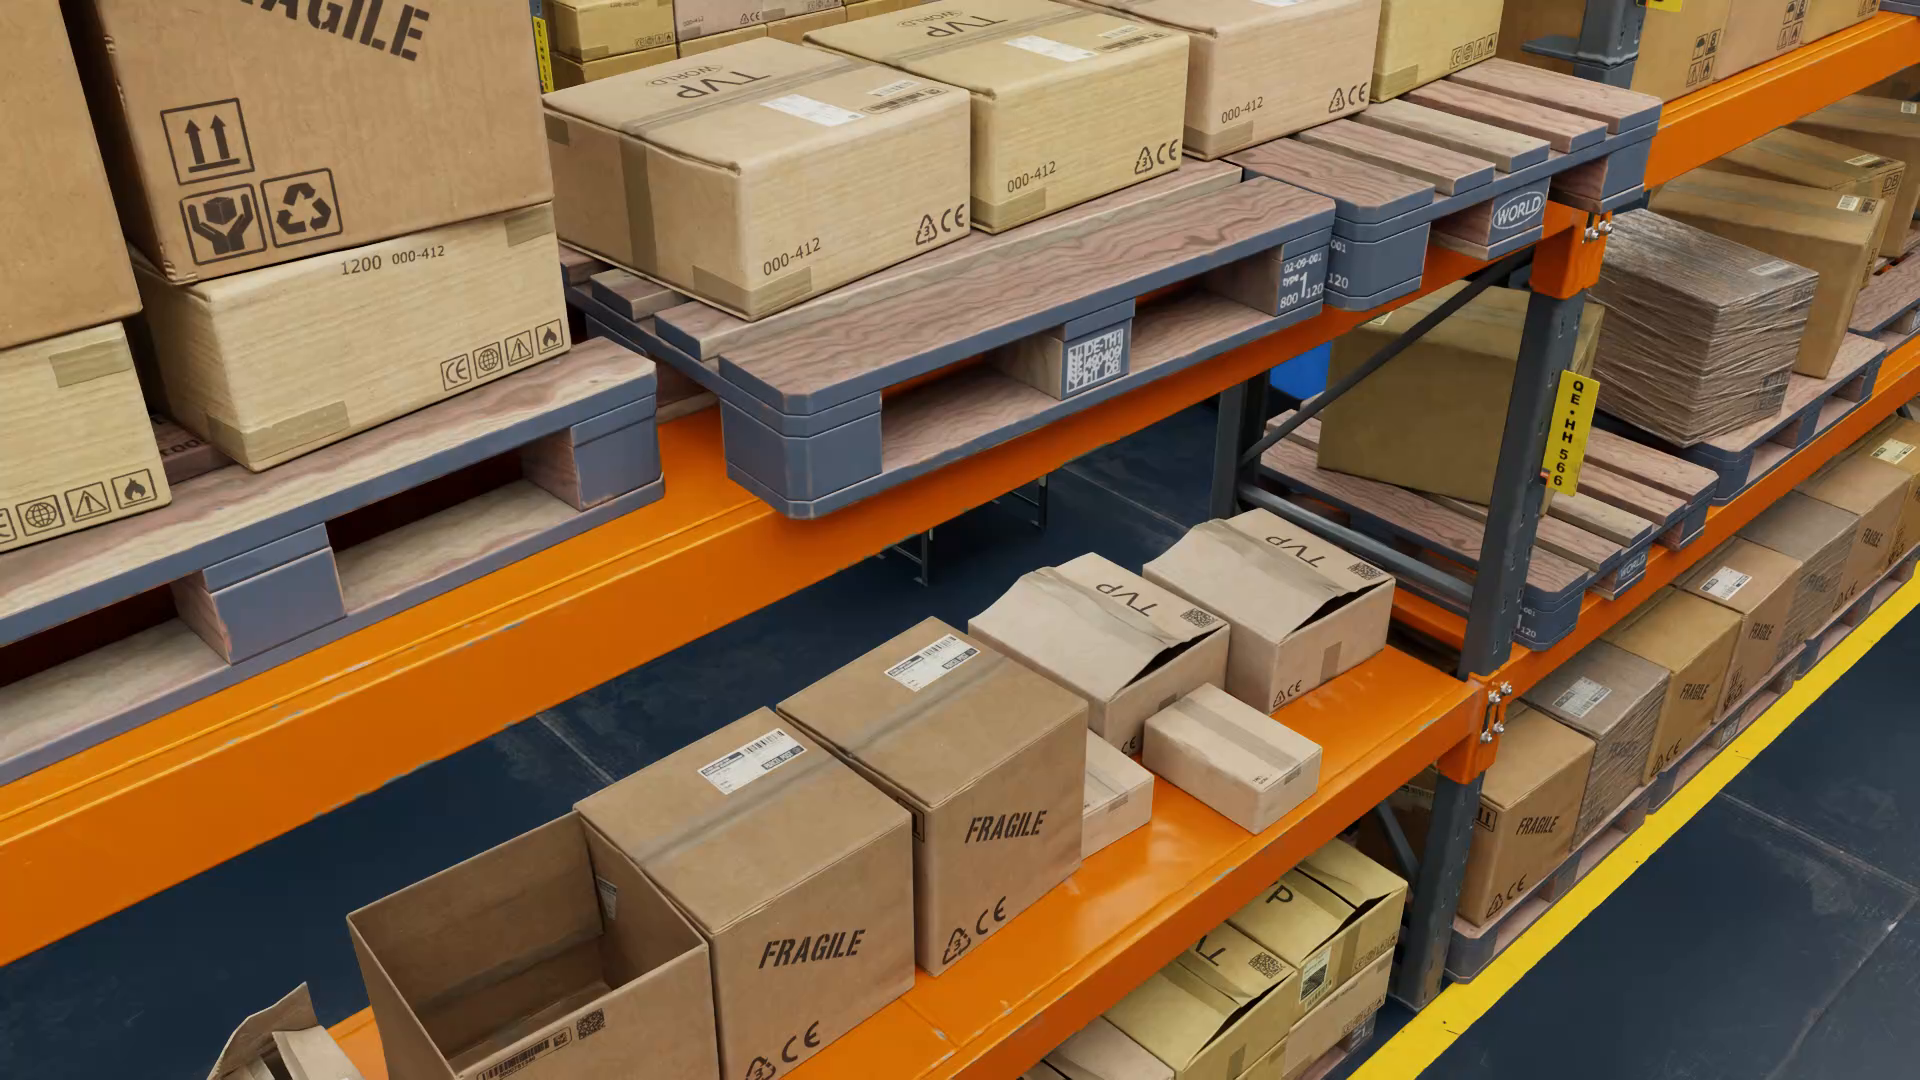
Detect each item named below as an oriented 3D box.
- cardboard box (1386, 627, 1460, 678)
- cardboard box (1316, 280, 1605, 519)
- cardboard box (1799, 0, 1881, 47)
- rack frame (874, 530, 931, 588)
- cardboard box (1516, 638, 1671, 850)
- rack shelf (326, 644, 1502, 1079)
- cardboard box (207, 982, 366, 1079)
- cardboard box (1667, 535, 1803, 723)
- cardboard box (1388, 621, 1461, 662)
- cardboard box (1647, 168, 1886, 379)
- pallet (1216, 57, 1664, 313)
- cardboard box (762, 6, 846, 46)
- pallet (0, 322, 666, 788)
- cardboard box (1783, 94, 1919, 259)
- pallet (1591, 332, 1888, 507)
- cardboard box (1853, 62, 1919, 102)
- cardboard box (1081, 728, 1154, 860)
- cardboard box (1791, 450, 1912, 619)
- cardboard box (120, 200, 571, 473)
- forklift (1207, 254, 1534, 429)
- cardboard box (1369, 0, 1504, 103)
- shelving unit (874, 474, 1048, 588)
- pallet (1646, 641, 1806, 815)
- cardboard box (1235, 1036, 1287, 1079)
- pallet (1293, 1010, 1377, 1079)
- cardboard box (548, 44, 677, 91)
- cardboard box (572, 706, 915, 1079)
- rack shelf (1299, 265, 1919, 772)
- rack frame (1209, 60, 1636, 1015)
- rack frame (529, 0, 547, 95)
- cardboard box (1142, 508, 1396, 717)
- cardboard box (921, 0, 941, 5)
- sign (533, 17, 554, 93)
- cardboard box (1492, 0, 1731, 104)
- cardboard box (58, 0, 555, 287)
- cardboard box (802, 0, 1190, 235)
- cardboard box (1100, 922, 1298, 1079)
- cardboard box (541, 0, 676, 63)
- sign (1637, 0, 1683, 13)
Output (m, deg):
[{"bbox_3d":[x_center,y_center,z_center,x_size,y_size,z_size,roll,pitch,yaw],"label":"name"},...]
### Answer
[{"bbox_3d":[1.684,0.473,6.075,0.500,0.500,0.500,-24,39,-34],"label":"cardboard box"},{"bbox_3d":[1.543,-0.472,5.149,0.700,0.500,0.500,15,35,23],"label":"cardboard box"},{"bbox_3d":[2.210,-1.839,4.912,0.500,0.500,0.910,-26,40,-35],"label":"cardboard box"},{"bbox_3d":[-0.273,-0.508,7.143,0.023,1.500,0.400,-26,40,-35],"label":"rack frame"},{"bbox_3d":[2.066,0.655,5.778,0.500,0.500,0.500,-27,41,-37],"label":"cardboard box"},{"bbox_3d":[-0.309,1.032,3.876,4.000,0.370,1.077,-26,40,-35],"label":"rack shelf"},{"bbox_3d":[-1.255,1.110,3.188,0.258,0.266,0.396,-27,40,-37],"label":"cardboard box"},{"bbox_3d":[2.816,0.292,6.372,0.500,0.500,0.500,-27,41,-37],"label":"cardboard box"},{"bbox_3d":[1.722,0.132,5.915,0.500,0.250,0.500,-24,39,-34],"label":"cardboard box"},{"bbox_3d":[2.837,-0.974,5.970,0.700,0.500,0.500,18,36,27],"label":"cardboard box"},{"bbox_3d":[0.721,-0.908,3.666,1.003,0.211,1.213,-24,39,-33],"label":"pallet"},{"bbox_3d":[-0.928,-2.488,8.543,0.500,0.500,0.500,-26,40,-36],"label":"cardboard box"},{"bbox_3d":[-1.137,-0.081,2.316,0.805,0.209,1.217,27,41,37],"label":"pallet"},{"bbox_3d":[3.592,-1.542,6.898,0.700,0.500,0.500,15,35,23],"label":"cardboard box"},{"bbox_3d":[2.581,-0.594,6.030,1.213,0.211,1.003,-26,40,-35],"label":"pallet"},{"bbox_3d":[4.286,-2.151,7.337,0.500,0.500,0.500,-26,40,-35],"label":"cardboard box"},{"bbox_3d":[0.261,0.597,4.139,0.250,0.149,0.380,-23,38,-32],"label":"cardboard box"},{"bbox_3d":[3.556,-0.067,6.959,0.500,0.500,0.500,-26,40,-35],"label":"cardboard box"},{"bbox_3d":[-0.916,-0.371,2.347,0.500,0.250,0.500,25,39,34],"label":"cardboard box"},{"bbox_3d":[2.689,-2.300,8.702,3.031,2.935,1.130,-21,37,-31],"label":"forklift"},{"bbox_3d":[0.863,-1.196,3.697,0.500,0.250,0.500,26,40,35],"label":"cardboard box"},{"bbox_3d":[-0.005,-0.637,7.355,0.755,1.500,0.431,-26,40,-35],"label":"shelving unit"},{"bbox_3d":[2.625,0.525,6.690,1.213,0.211,1.003,-26,40,-35],"label":"pallet"},{"bbox_3d":[0.562,1.474,4.697,0.500,0.250,0.500,-26,40,-36],"label":"cardboard box"},{"bbox_3d":[0.528,1.483,5.123,1.213,0.211,1.003,-26,40,-35],"label":"pallet"},{"bbox_3d":[-1.683,-2.130,7.958,0.500,0.500,0.500,-24,39,-34],"label":"cardboard box"},{"bbox_3d":[-0.447,0.761,3.534,0.500,0.500,0.500,-26,40,-35],"label":"cardboard box"},{"bbox_3d":[2.624,-0.387,6.196,4.000,0.370,1.077,-26,40,-35],"label":"rack shelf"},{"bbox_3d":[1.158,0.016,4.849,0.127,3.000,1.000,-26,40,-35],"label":"rack frame"},{"bbox_3d":[-2.213,-1.878,7.945,0.127,3.000,1.000,-26,40,-35],"label":"rack frame"},{"bbox_3d":[0.861,0.166,4.688,0.500,0.311,0.500,-23,38,-33],"label":"cardboard box"},{"bbox_3d":[-0.188,-2.855,9.143,0.500,0.500,0.500,-26,40,-35],"label":"cardboard box"},{"bbox_3d":[-1.837,-2.134,7.330,0.005,0.325,0.100,-26,40,-35],"label":"sign"},{"bbox_3d":[1.455,-1.474,4.314,0.500,0.500,0.910,-26,40,-35],"label":"cardboard box"},{"bbox_3d":[-0.894,-0.695,2.158,0.500,0.500,0.500,-22,38,-31],"label":"cardboard box"},{"bbox_3d":[0.064,-0.805,3.057,0.500,0.250,0.500,-27,40,-36],"label":"cardboard box"},{"bbox_3d":[0.565,1.237,4.547,0.500,0.311,0.500,-27,40,-36],"label":"cardboard box"},{"bbox_3d":[-1.684,-2.448,7.760,0.500,0.250,0.500,-25,39,-34],"label":"cardboard box"},{"bbox_3d":[1.529,-1.303,3.559,0.005,0.325,0.100,-26,40,-35],"label":"sign"}]
